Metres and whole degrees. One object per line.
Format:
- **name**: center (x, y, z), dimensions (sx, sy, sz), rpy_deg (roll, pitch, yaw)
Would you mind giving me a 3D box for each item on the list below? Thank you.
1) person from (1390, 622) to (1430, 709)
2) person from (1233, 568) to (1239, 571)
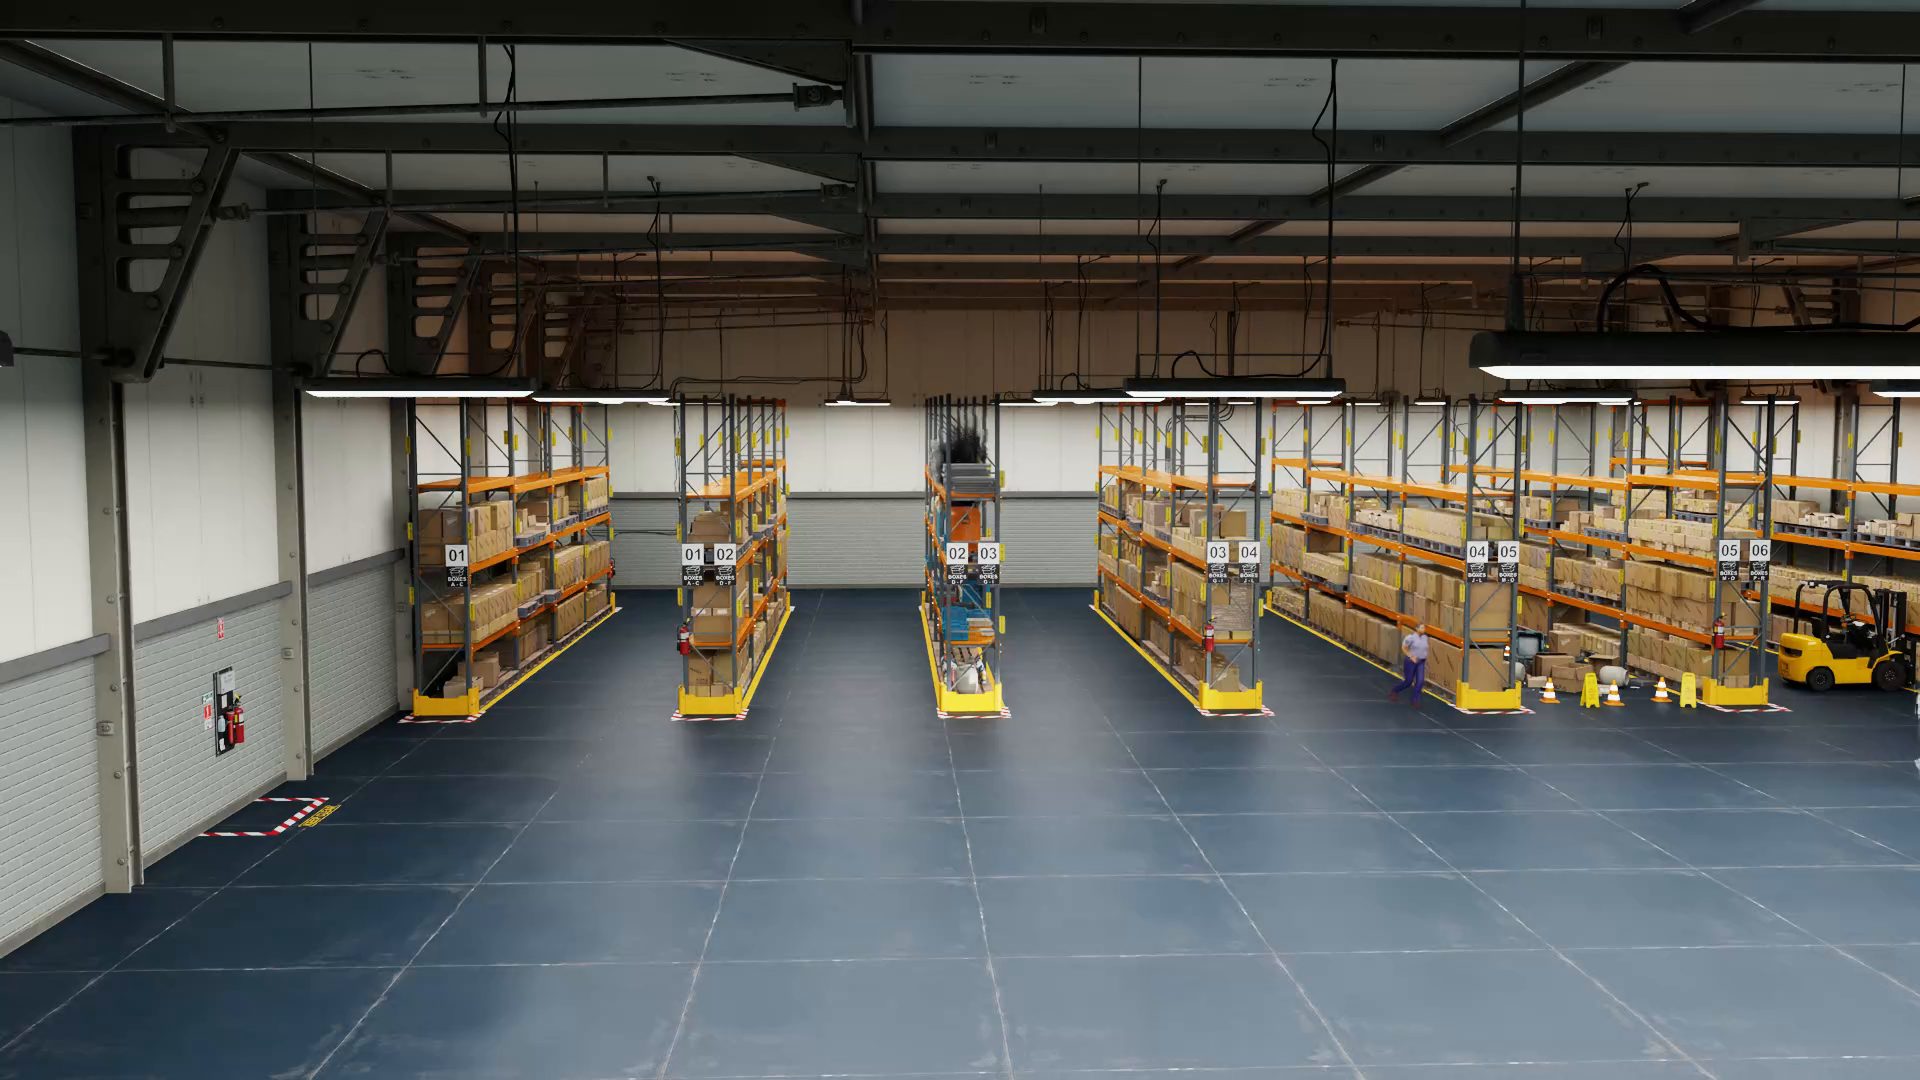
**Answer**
- **person**: center (8.784, 2.391, 32.105), dimensions (0.698, 1.624, 0.742), rpy_deg (-2, 5, -23)
- **person**: center (7.640, 1.144, 47.662), dimensions (0.708, 1.677, 0.531), rpy_deg (3, 6, 35)
